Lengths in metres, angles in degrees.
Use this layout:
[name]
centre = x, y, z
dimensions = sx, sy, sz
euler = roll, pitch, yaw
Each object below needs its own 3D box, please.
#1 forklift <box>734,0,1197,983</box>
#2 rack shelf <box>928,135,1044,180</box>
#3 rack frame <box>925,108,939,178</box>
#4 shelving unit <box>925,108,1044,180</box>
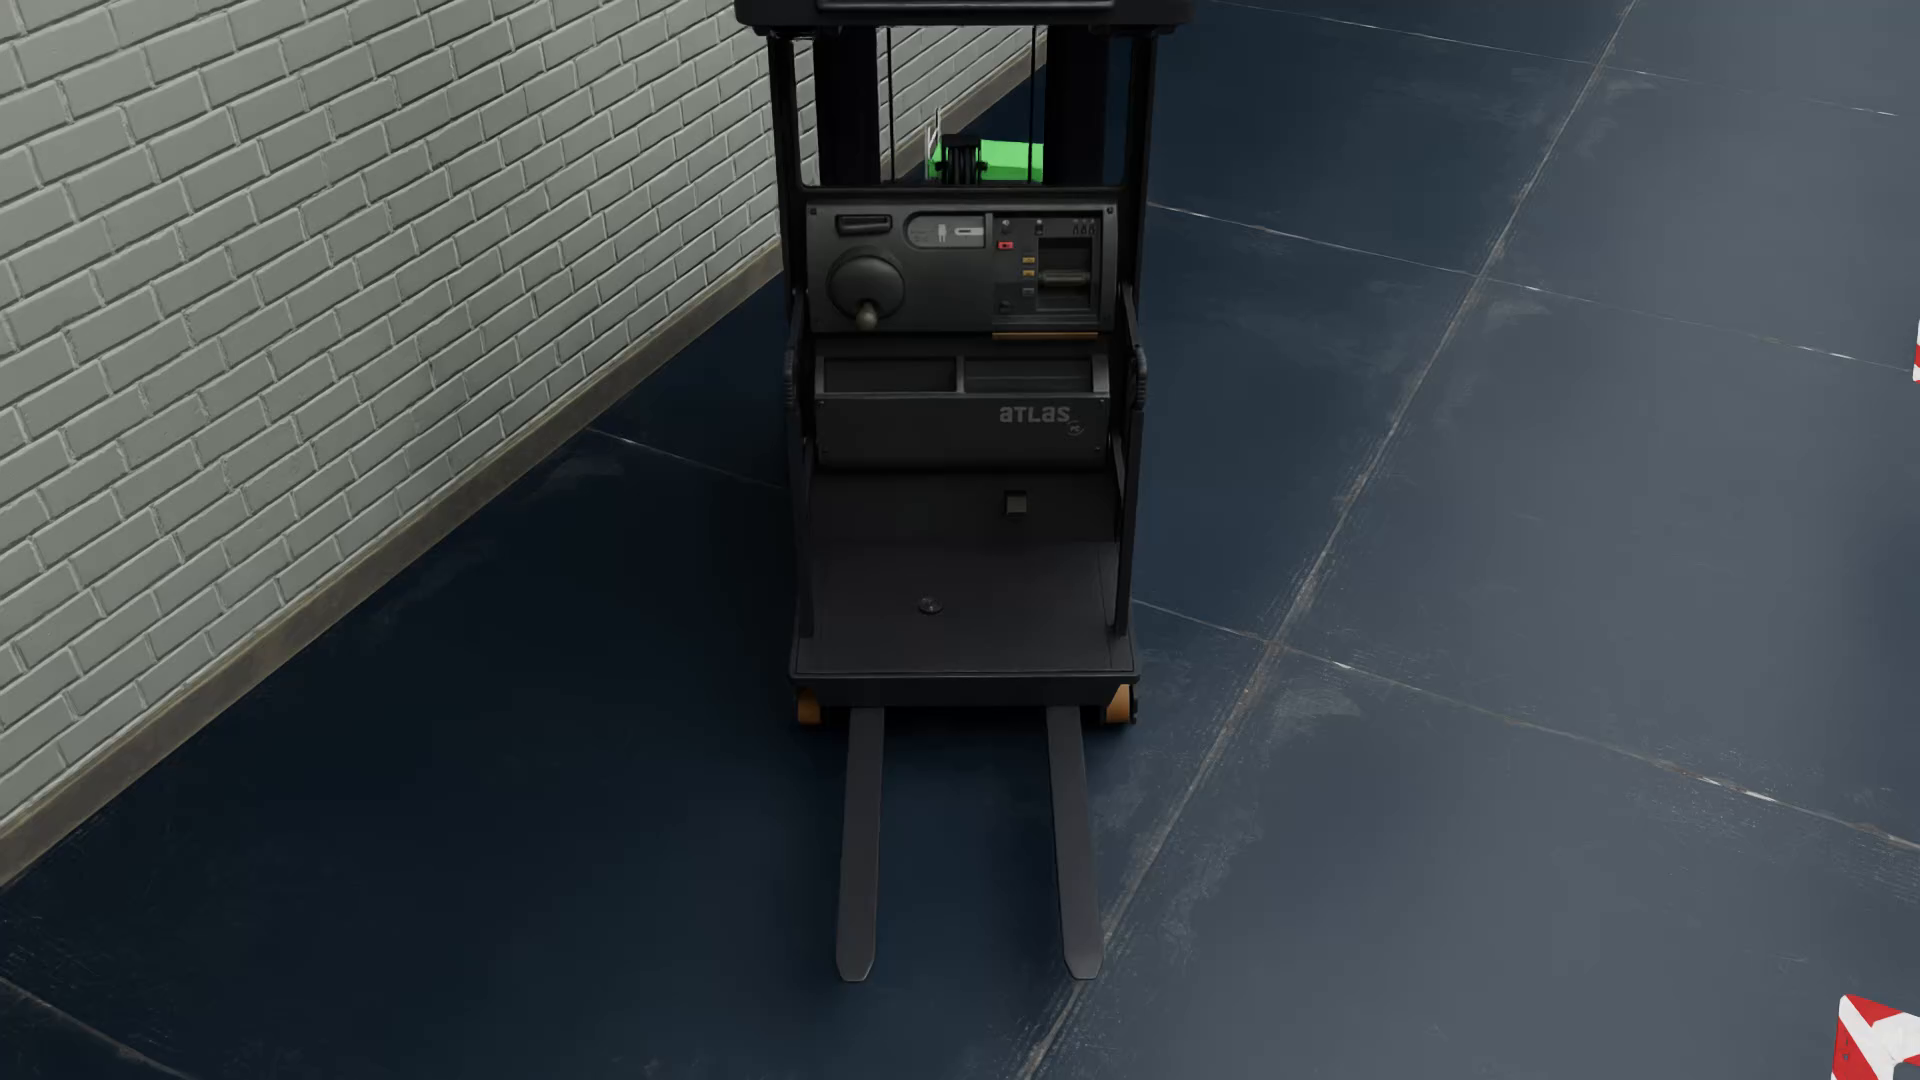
[forklift]
centre = 0.010, -0.751, 4.815
dimensions = 1.130, 2.935, 3.031
euler = 0, 37, 0
[rack shelf]
centre = 0.132, -1.445, 6.466
dimensions = 0.480, 0.148, 0.258
euler = 5, 36, 7
[rack frame]
centre = -0.112, -1.128, 6.736
dimensions = 0.015, 1.200, 0.240
euler = 5, 36, 7
[shelving unit]
centre = 0.130, -1.105, 6.706
dimensions = 0.503, 1.200, 0.258
euler = 5, 36, 7
